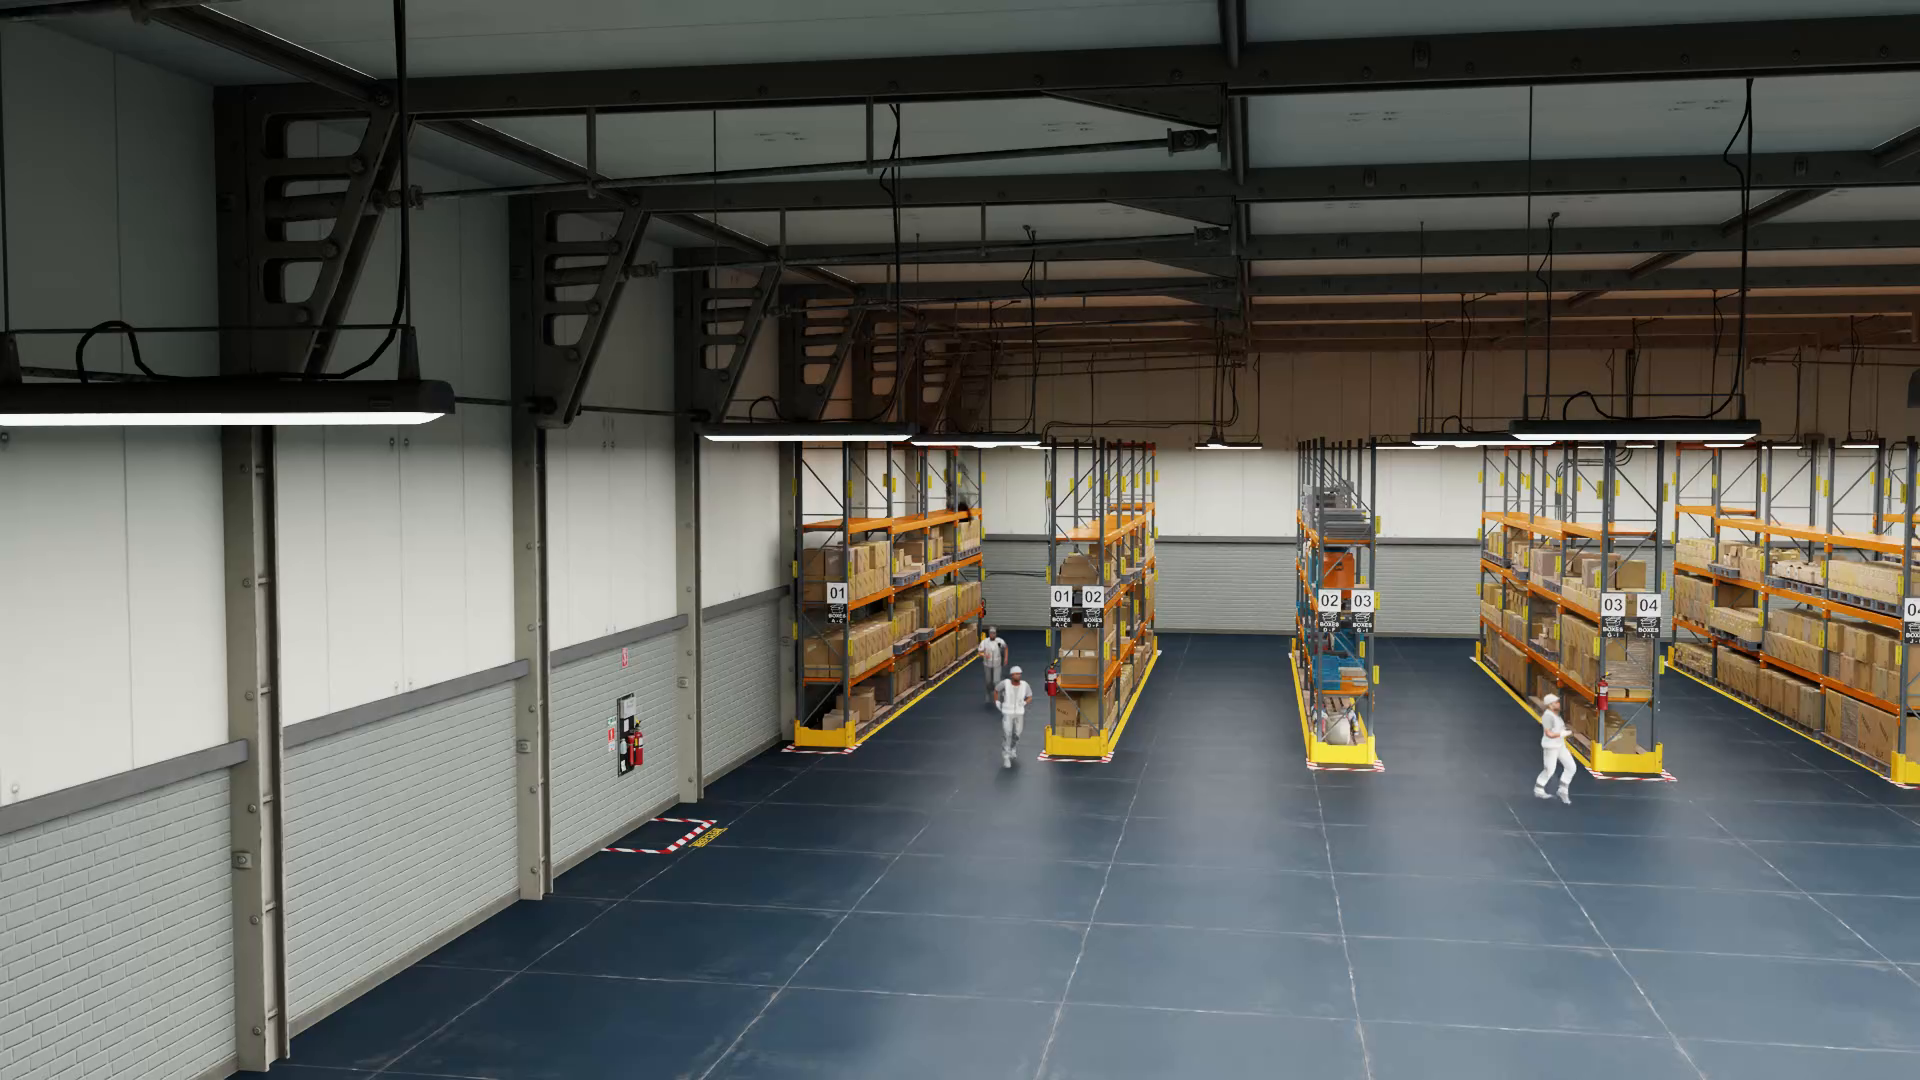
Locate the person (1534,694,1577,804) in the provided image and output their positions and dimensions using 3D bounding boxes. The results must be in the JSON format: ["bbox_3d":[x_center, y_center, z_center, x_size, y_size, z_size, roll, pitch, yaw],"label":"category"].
[{"bbox_3d":[9.659,3.416,27.094,0.693,1.832,0.664,-3,4,-42],"label":"person"}]

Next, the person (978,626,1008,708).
[{"bbox_3d":[0.741,2.855,37.553,0.683,1.839,0.831,0,3,1],"label":"person"}]

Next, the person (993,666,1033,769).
[{"bbox_3d":[1.007,3.213,30.539,0.689,1.797,0.951,-1,3,-13],"label":"person"}]
